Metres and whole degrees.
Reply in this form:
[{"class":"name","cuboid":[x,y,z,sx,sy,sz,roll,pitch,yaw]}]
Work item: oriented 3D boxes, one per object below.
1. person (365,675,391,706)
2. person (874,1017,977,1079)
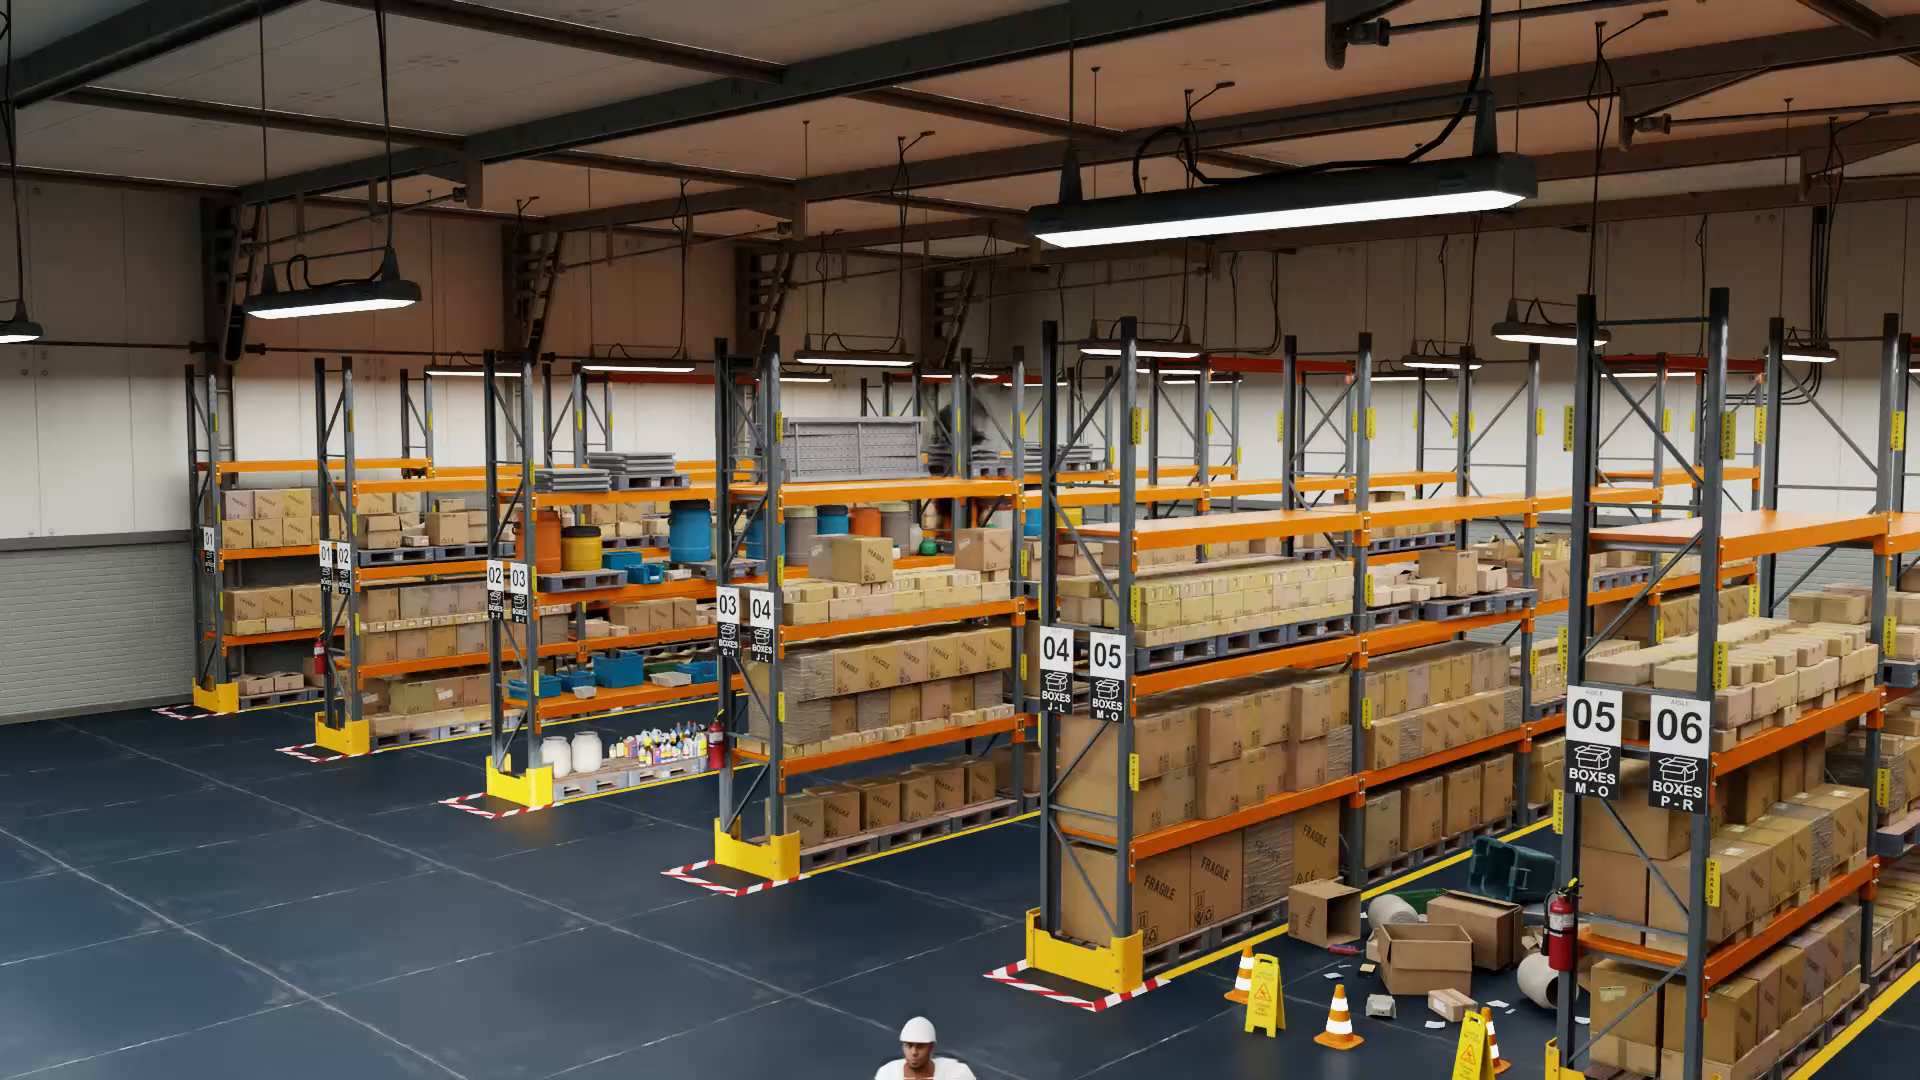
[{"class":"person","cuboid":[-9.793,2.167,27.684,0.658,1.743,0.992,3,5,36]},{"class":"person","cuboid":[-0.186,3.570,9.613,0.704,1.748,0.656,0,4,5]}]
